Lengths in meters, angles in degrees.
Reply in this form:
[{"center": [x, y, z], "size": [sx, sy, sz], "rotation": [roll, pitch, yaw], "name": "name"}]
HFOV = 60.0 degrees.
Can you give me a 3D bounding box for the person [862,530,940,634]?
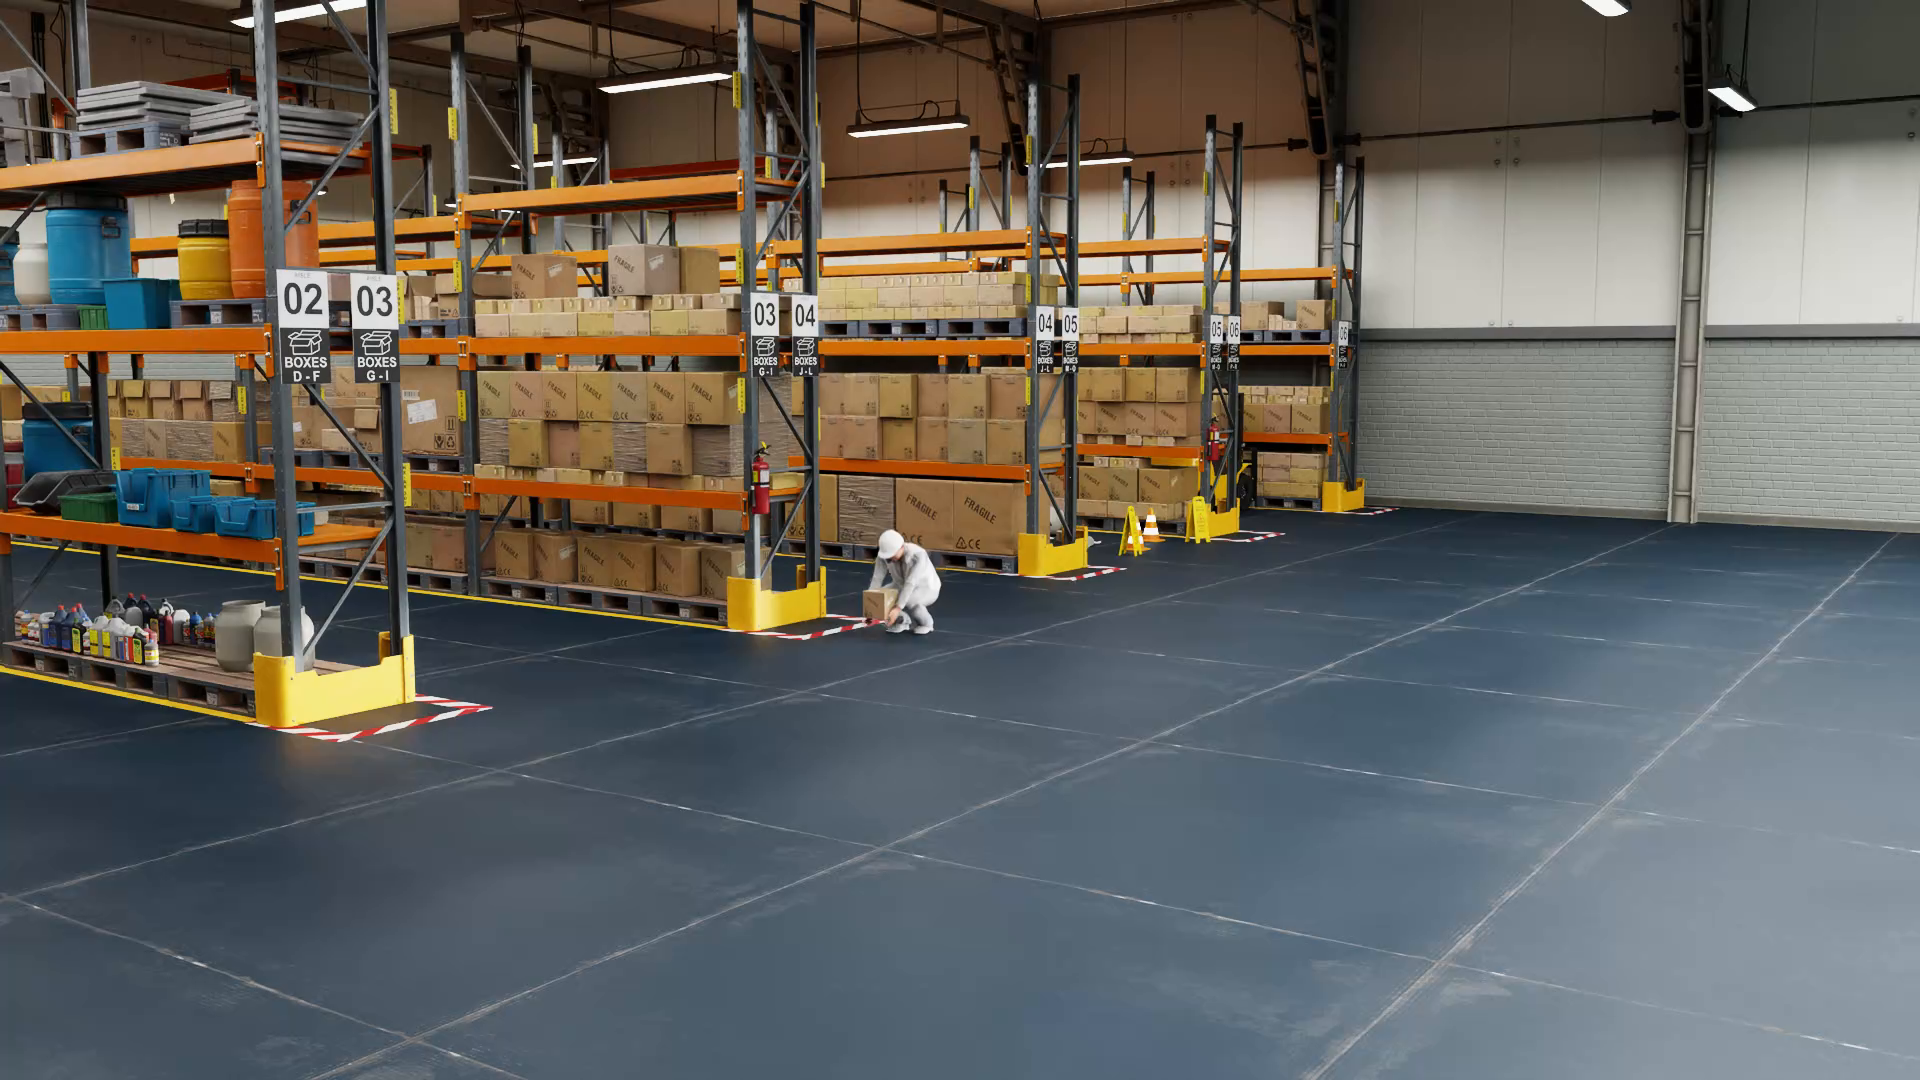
[{"center": [-0.526, 0.388, 15.647], "size": [0.518, 1.018, 0.863], "rotation": [4, 7, 33], "name": "person"}]
